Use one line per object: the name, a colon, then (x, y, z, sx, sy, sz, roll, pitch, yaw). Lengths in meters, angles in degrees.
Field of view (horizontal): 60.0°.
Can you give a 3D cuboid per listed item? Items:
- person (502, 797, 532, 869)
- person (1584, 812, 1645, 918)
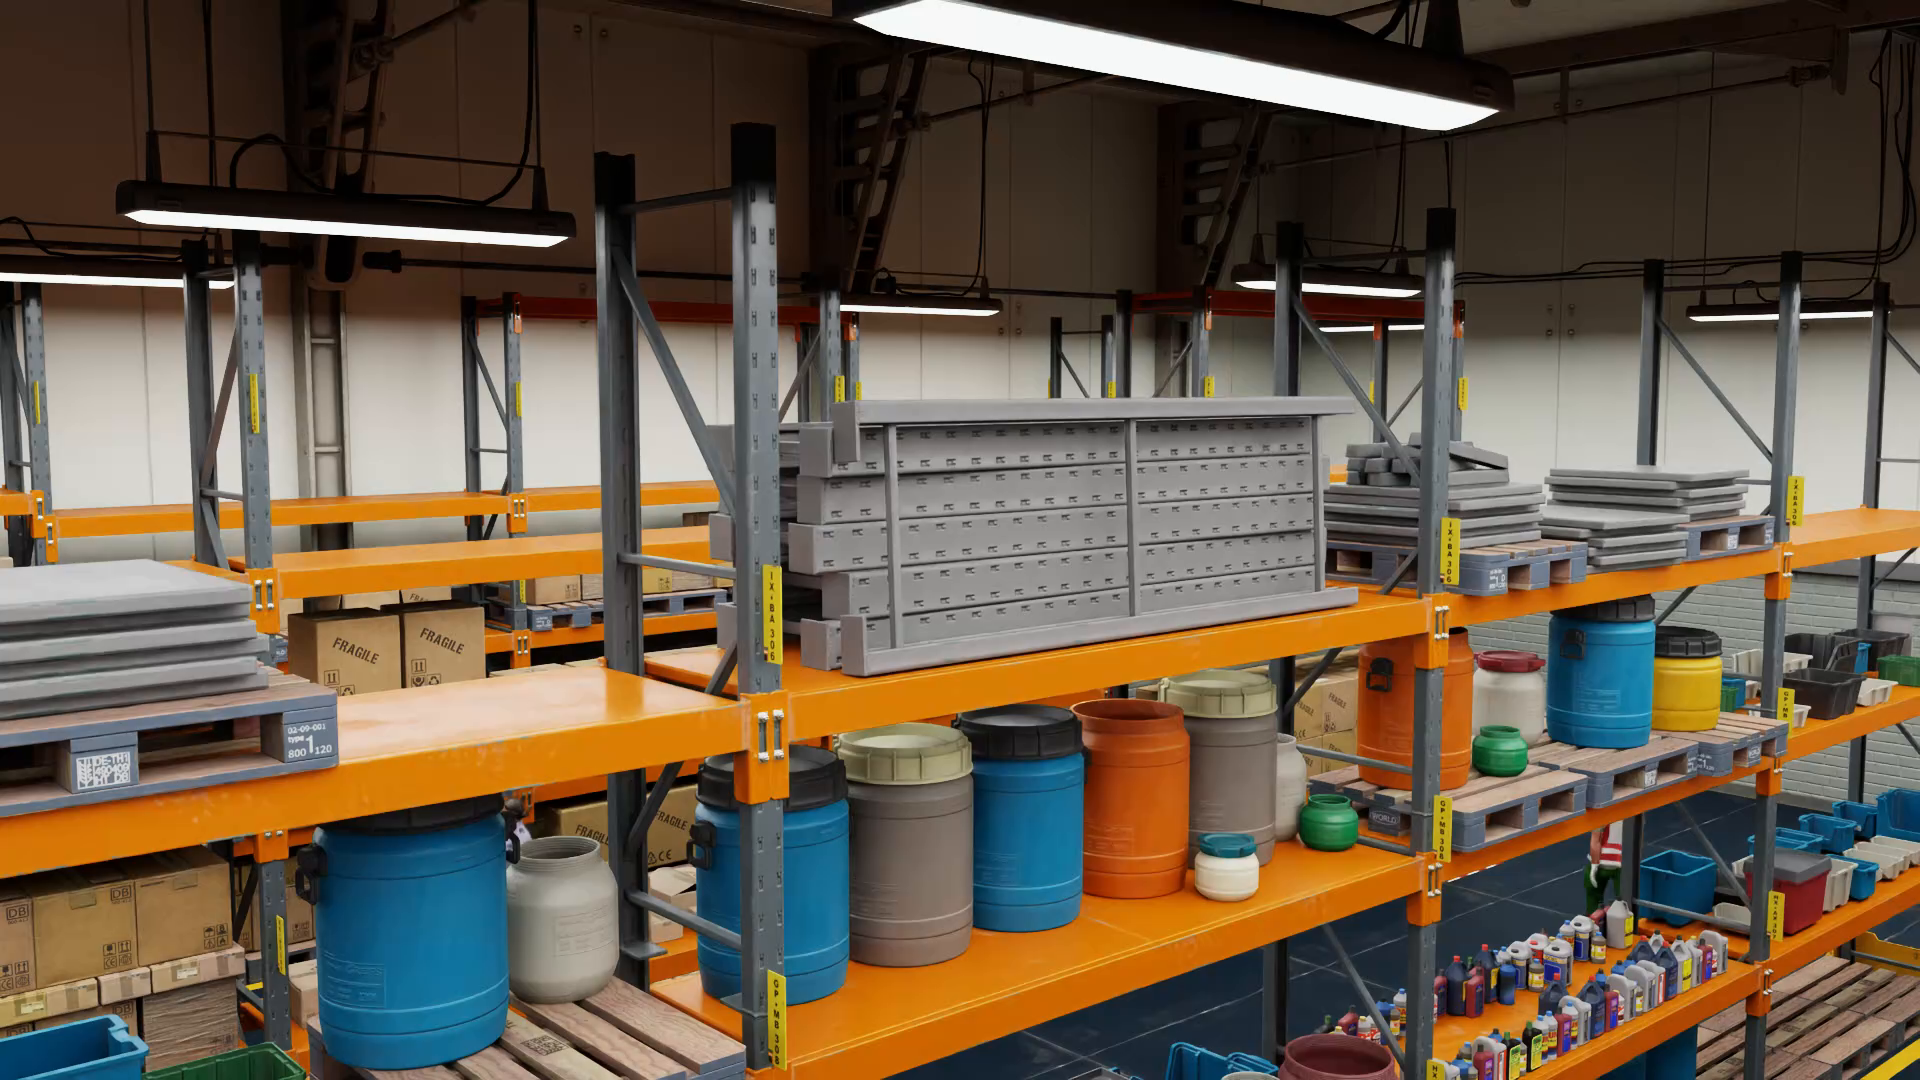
person: (-3.881, 3.004, 14.189, 0.905, 1.610, 0.501, -4, 6, -34)
person: (5.860, 2.889, 14.885, 0.498, 1.750, 1.073, 1, 5, 7)
